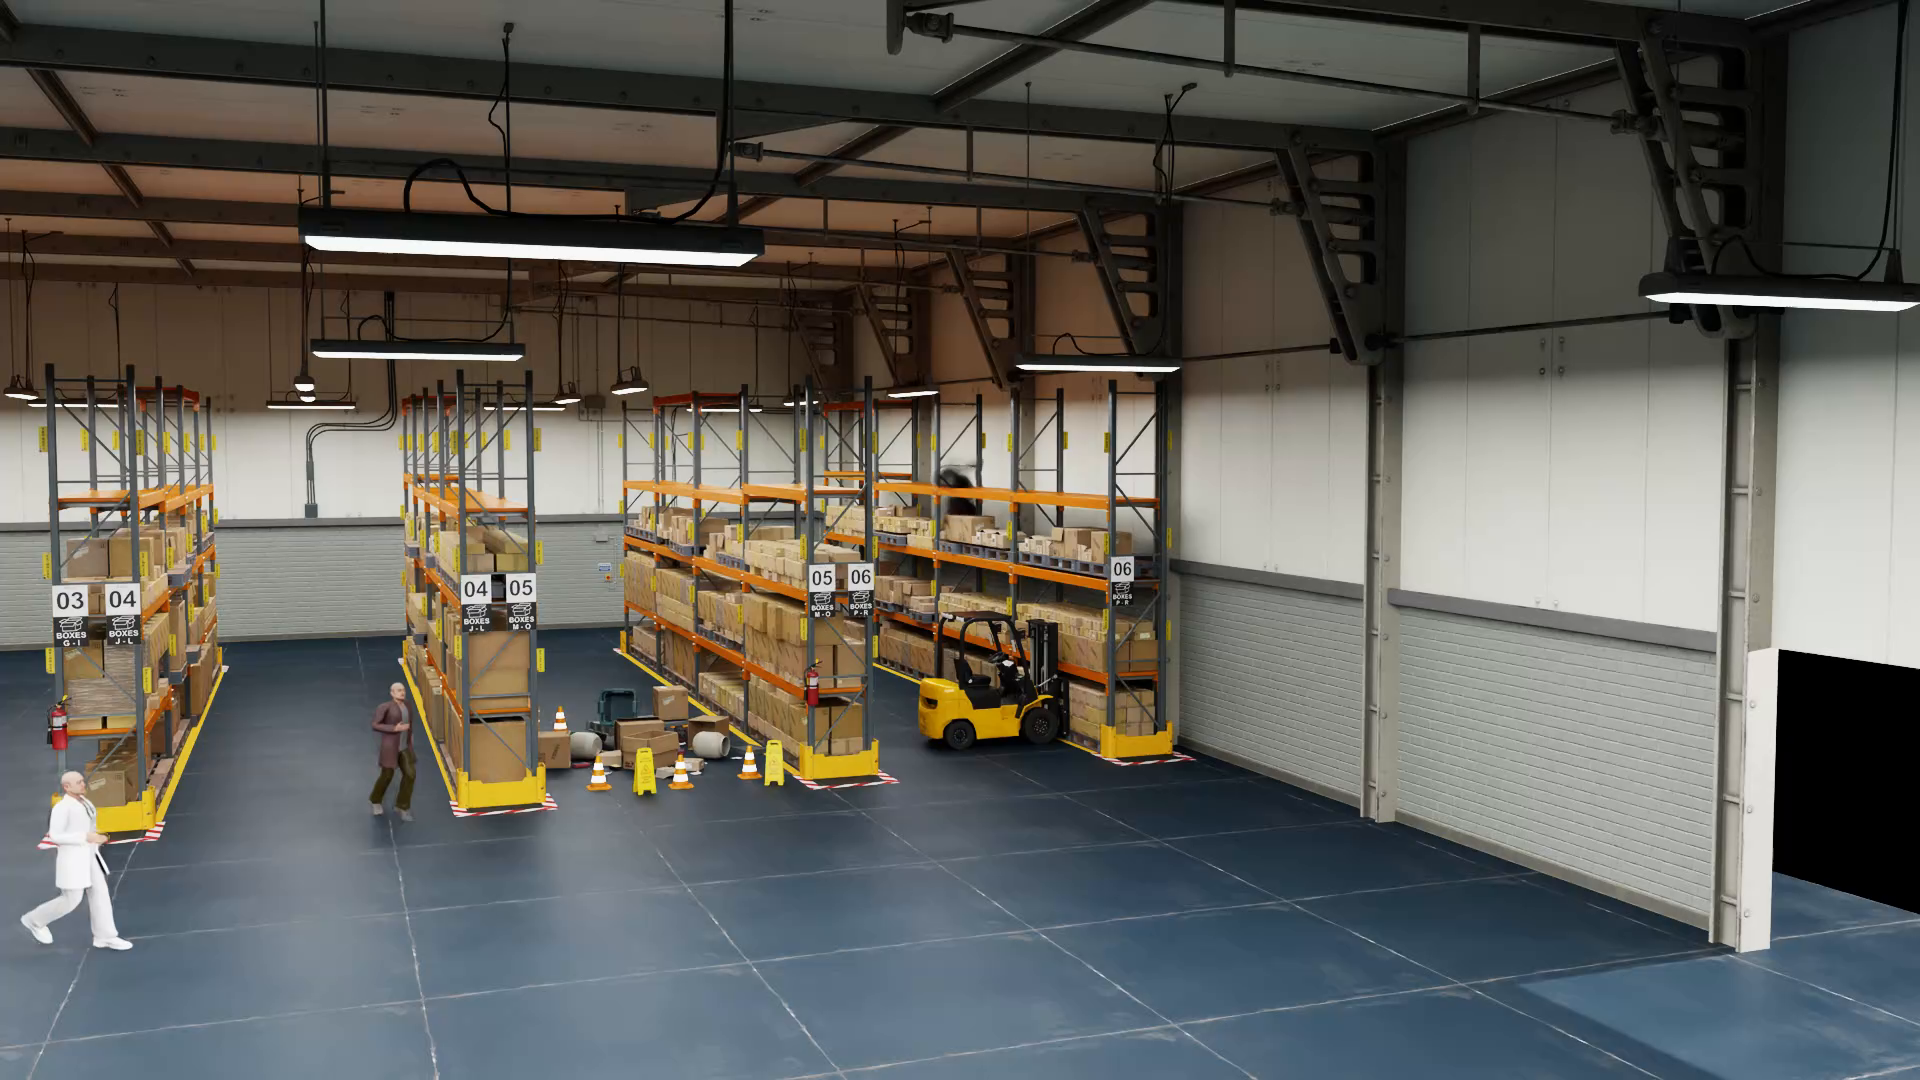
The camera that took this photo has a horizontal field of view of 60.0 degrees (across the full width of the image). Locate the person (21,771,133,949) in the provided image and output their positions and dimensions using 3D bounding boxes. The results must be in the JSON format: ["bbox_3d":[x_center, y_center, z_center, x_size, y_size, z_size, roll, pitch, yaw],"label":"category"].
[{"bbox_3d":[-8.673,3.149,16.305,1.037,1.776,0.712,0,3,1],"label":"person"}]

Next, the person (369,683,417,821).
[{"bbox_3d":[-7.568,2.827,22.230,0.806,1.858,0.720,2,4,36],"label":"person"}]
